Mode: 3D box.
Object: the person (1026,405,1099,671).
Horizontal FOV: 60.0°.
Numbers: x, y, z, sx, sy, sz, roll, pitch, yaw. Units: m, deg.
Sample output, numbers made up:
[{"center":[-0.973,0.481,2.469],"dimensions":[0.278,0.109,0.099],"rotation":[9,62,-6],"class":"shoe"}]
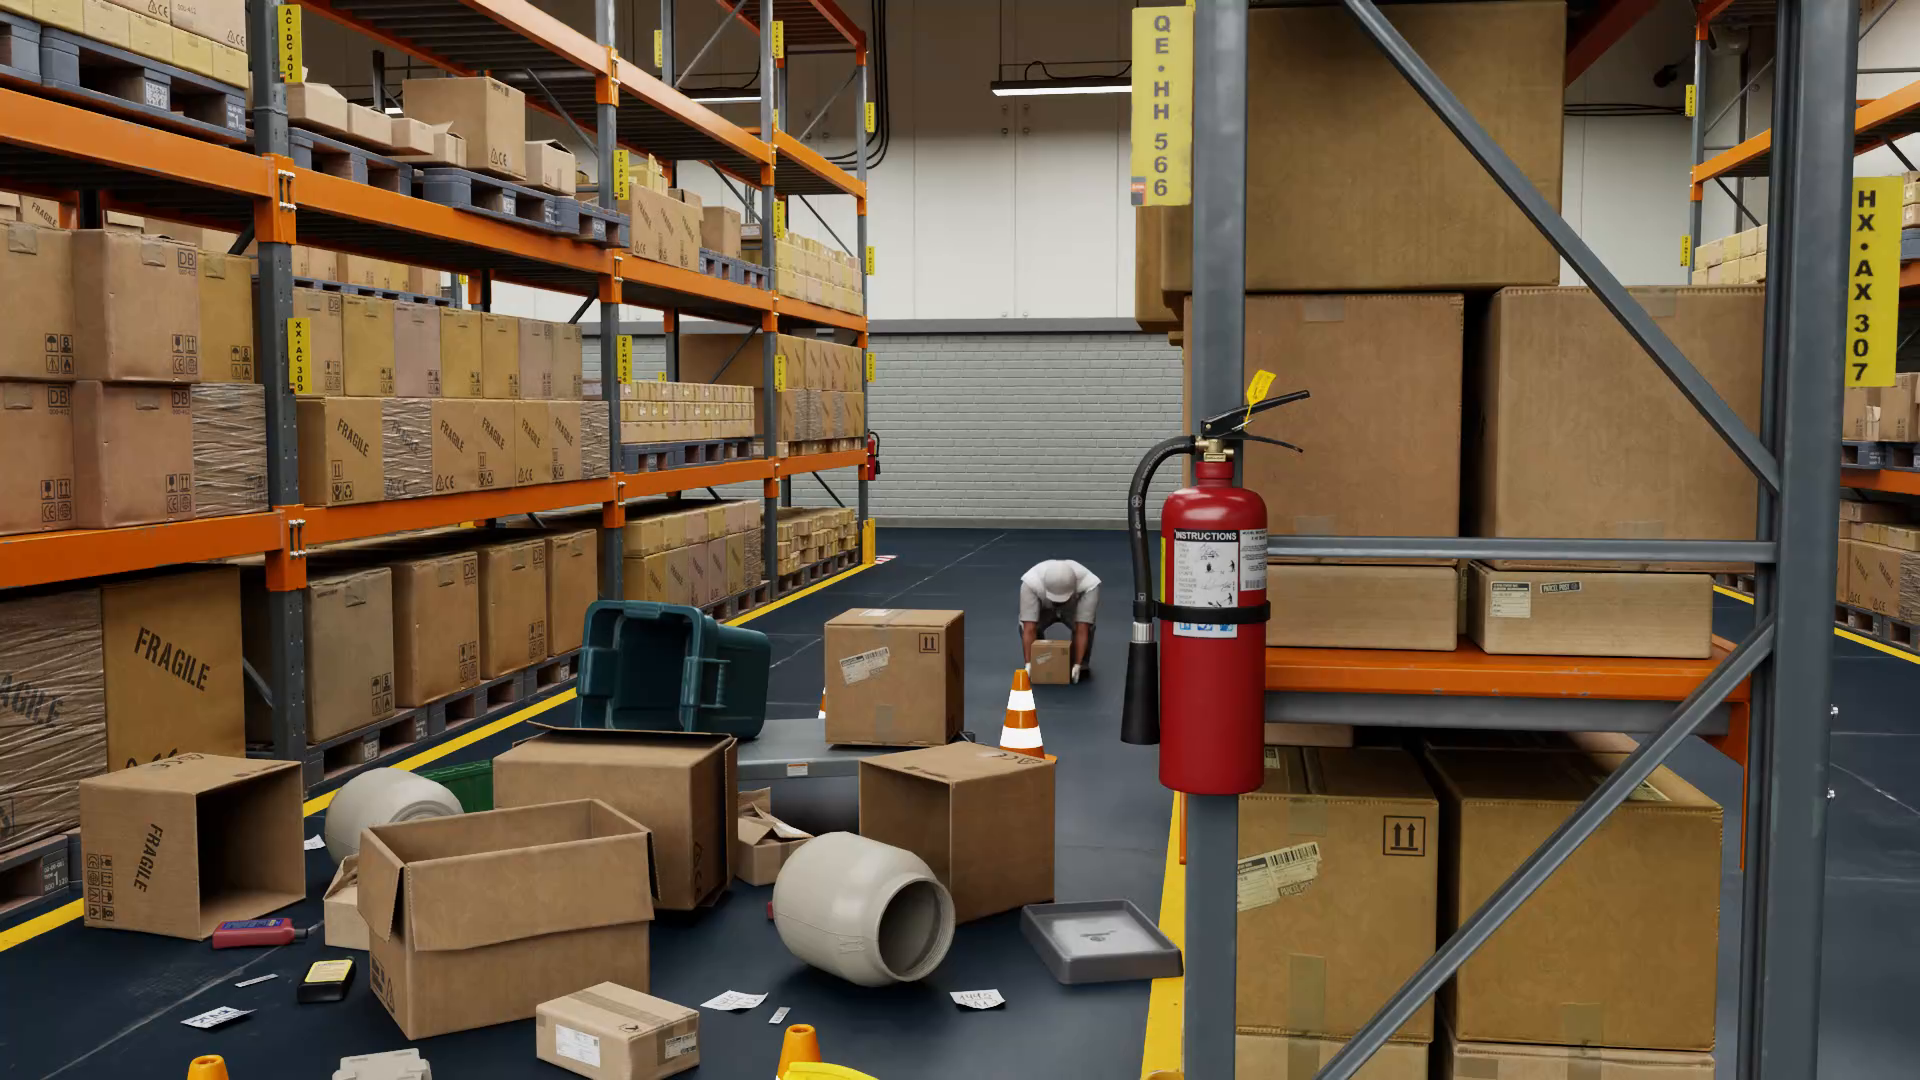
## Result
[{"center":[0.668,-0.009,11.072],"dimensions":[0.489,1.782,0.575],"rotation":[1,4,9],"class":"person"}]
